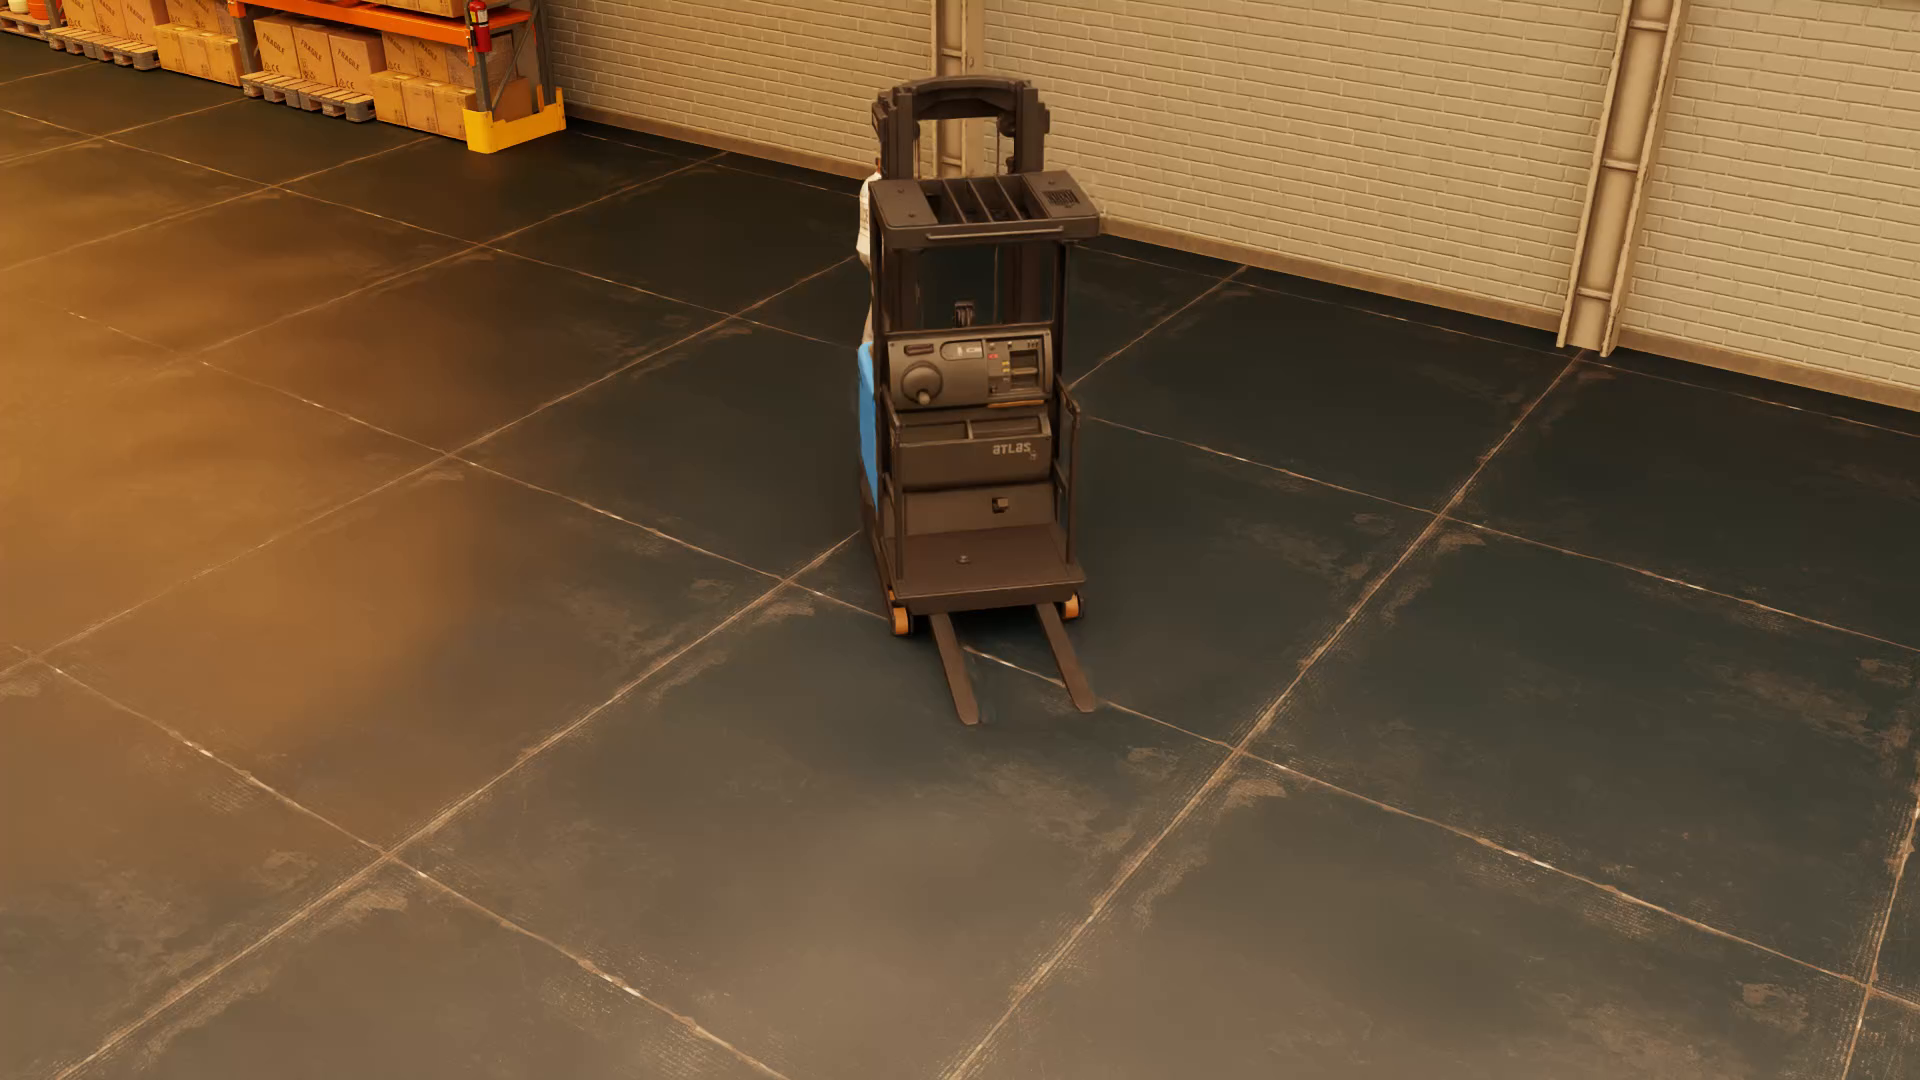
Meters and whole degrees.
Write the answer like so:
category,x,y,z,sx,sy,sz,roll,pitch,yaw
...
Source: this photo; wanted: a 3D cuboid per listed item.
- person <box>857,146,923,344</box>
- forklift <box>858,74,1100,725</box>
category,x,y,z,sx,sy,sz,roll,pitch,yaw
person,-0.545,-2.230,12.759,0.519,1.625,0.685,-13,33,-21
forklift,0.100,-0.916,9.158,1.130,2.935,3.031,-5,31,-9
